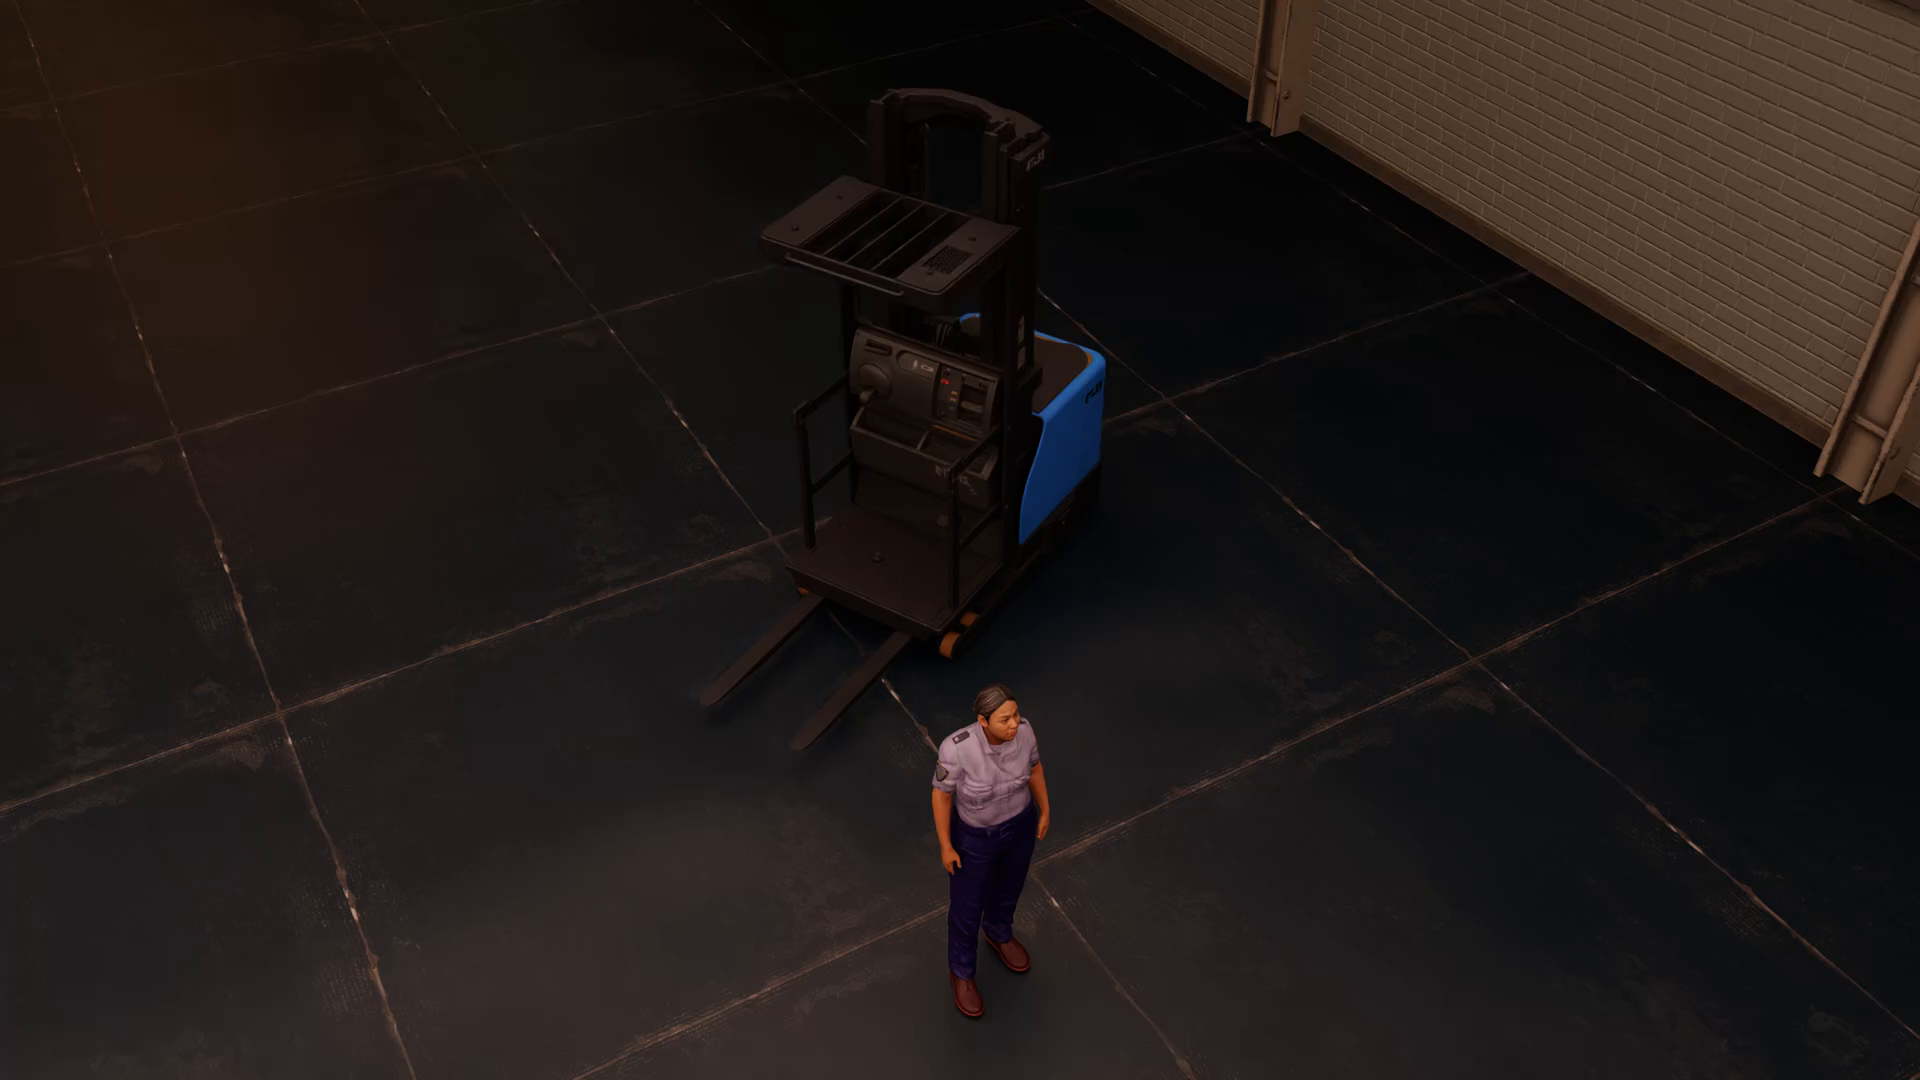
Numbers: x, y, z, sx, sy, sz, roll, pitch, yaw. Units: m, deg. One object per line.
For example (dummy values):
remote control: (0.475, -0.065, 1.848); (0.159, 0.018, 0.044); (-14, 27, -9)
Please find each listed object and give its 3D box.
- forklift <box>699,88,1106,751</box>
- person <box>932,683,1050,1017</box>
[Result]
forklift: (-0.315, -0.789, 8.987); (1.130, 2.935, 3.031); (22, 44, 24)
person: (0.173, 1.354, 7.398); (0.598, 1.651, 0.502); (-20, 44, -22)
